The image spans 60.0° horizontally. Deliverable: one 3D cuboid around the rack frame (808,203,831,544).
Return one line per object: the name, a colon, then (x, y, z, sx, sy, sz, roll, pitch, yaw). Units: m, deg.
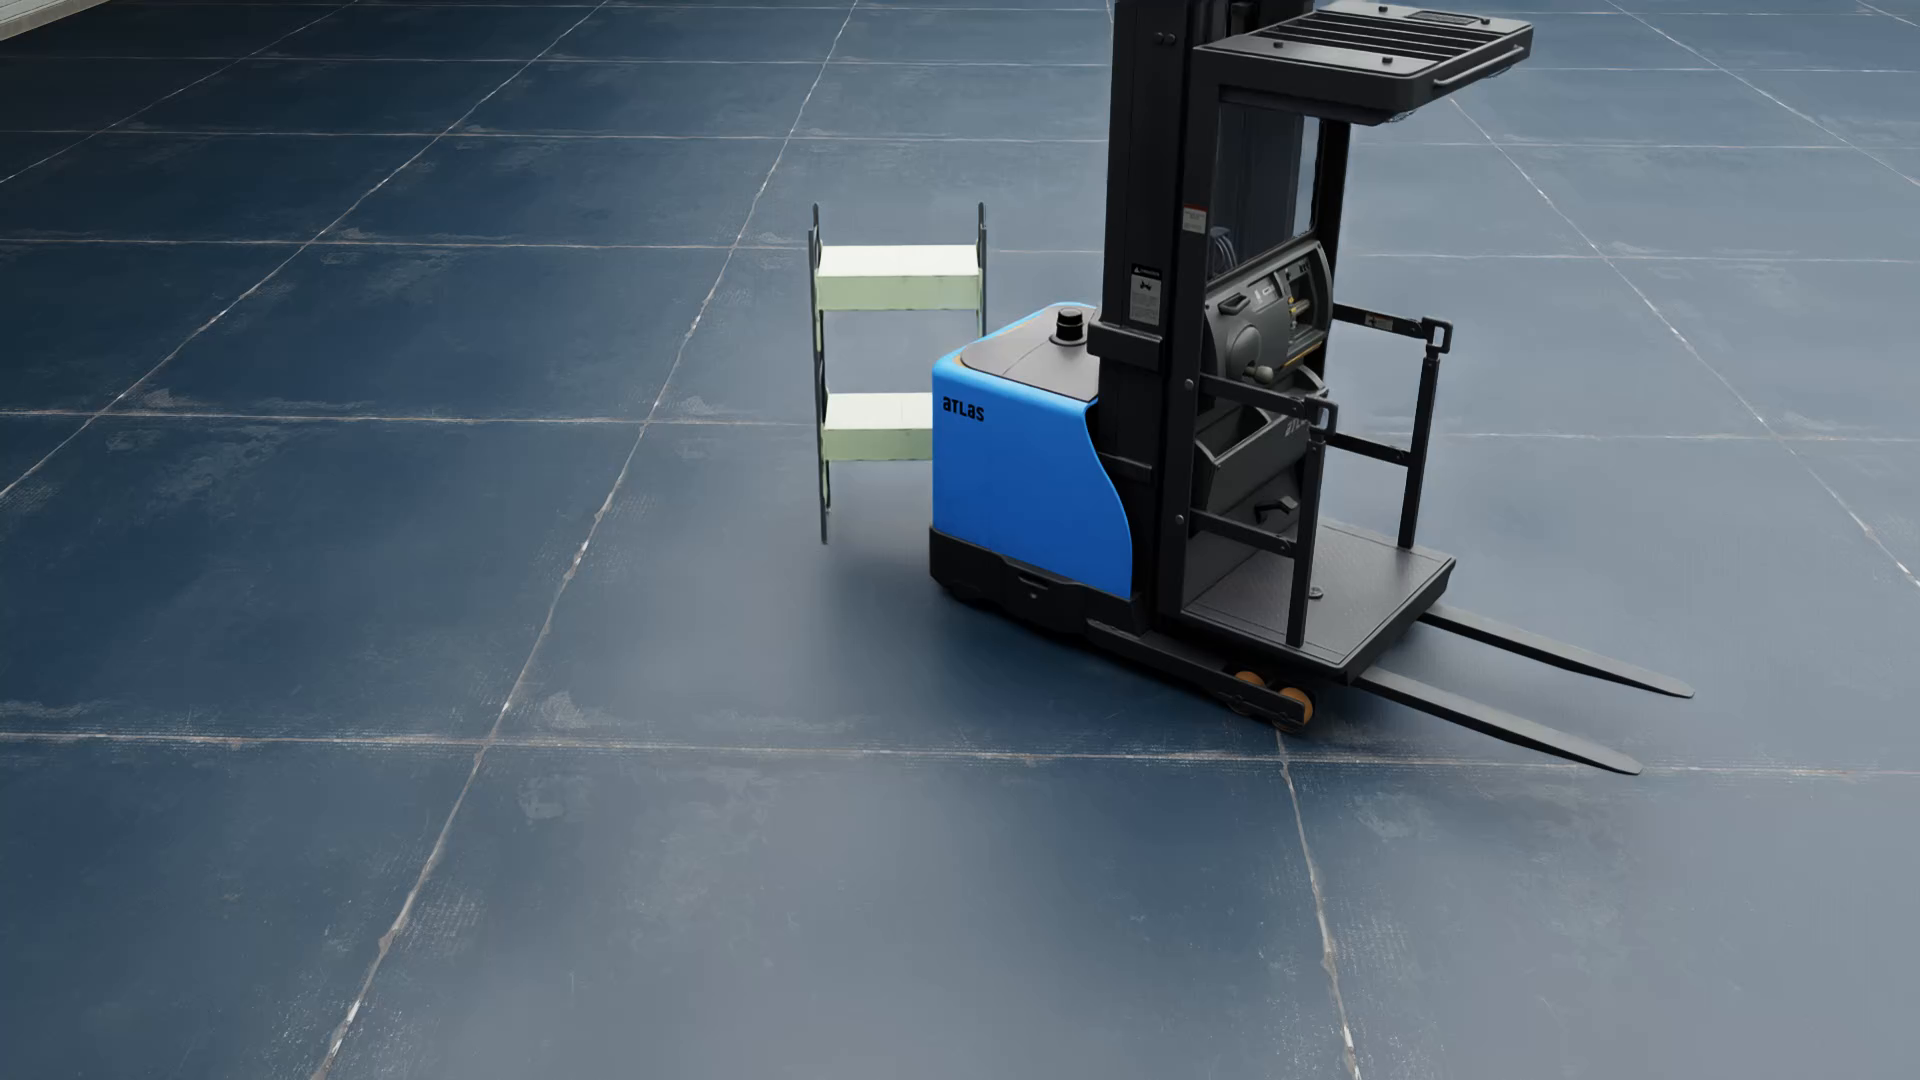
rack frame: (-0.634, -0.738, 7.542, 0.023, 1.500, 0.400, -1, 28, -1)

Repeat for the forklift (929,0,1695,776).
forklift: (1.345, -0.842, 6.210, 3.031, 2.935, 1.130, 20, 34, 33)

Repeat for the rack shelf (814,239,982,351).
rack shelf: (-0.268, -1.087, 7.366, 0.720, 0.370, 0.431, -1, 28, -1)

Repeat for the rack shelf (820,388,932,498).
rack shelf: (-0.268, -0.454, 7.701, 0.720, 0.370, 0.431, -1, 28, -1)

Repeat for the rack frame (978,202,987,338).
rack frame: (0.097, -0.746, 7.556, 0.023, 1.500, 0.400, -1, 28, -1)

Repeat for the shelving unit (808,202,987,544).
shelving unit: (-0.268, -0.742, 7.549, 0.755, 1.500, 0.431, -1, 28, -1)
